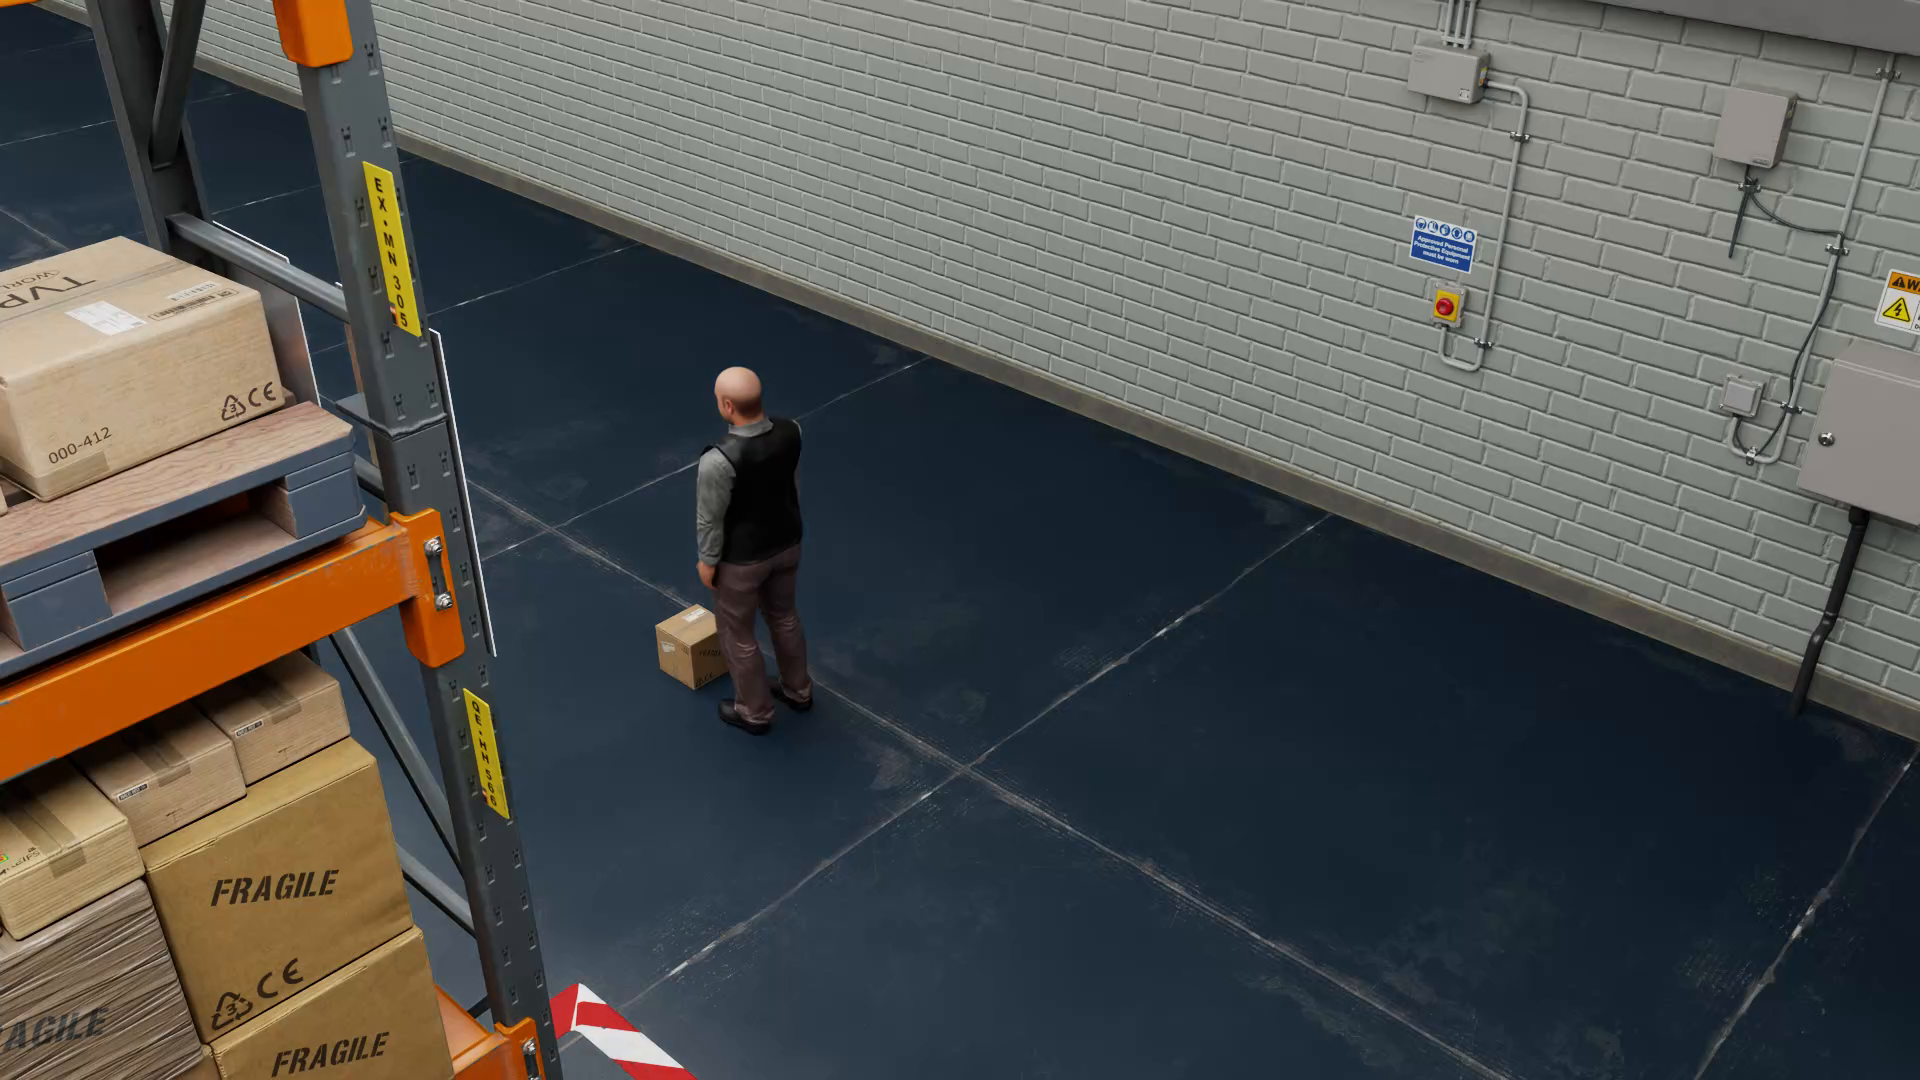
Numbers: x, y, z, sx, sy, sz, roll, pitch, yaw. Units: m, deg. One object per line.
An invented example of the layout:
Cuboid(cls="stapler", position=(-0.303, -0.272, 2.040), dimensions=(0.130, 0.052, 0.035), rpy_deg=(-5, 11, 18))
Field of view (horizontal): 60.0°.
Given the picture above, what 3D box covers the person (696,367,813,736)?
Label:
Cuboid(cls="person", position=(-0.893, 0.050, 7.088), dimensions=(0.358, 1.718, 0.533), rpy_deg=(26, 40, 36))
